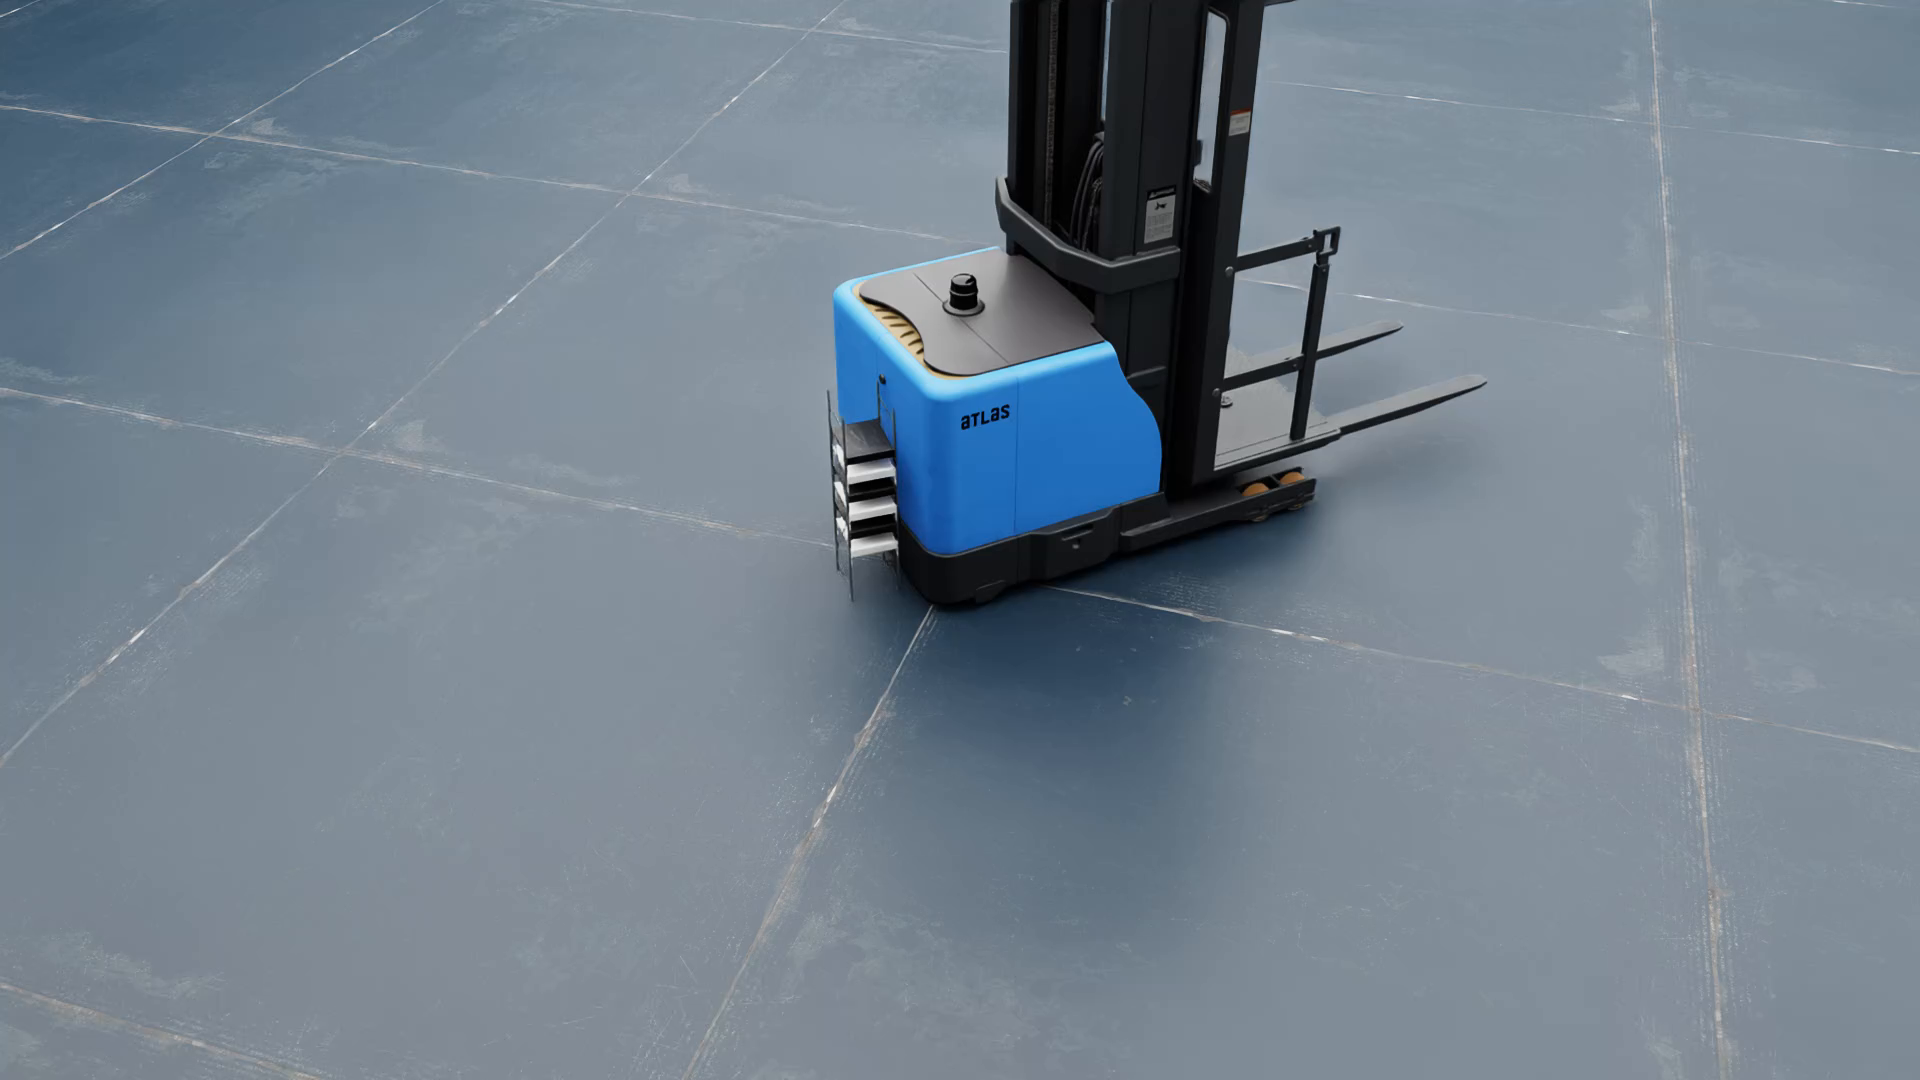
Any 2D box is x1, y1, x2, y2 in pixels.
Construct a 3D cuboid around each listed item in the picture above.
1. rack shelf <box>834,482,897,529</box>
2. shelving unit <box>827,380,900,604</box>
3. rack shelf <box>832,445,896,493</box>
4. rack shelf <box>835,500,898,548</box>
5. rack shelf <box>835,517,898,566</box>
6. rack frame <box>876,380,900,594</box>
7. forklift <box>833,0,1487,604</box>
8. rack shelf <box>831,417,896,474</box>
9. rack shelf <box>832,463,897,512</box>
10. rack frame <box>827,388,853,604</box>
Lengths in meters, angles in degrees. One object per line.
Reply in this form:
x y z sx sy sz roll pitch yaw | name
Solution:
-0.387 -0.159 6.763 0.200 0.077 0.258 -11 38 -15 | rack shelf
-0.387 -0.186 6.743 0.210 0.900 0.258 -11 38 -15 | shelving unit
-0.387 -0.304 6.656 0.200 0.077 0.258 -11 38 -15 | rack shelf
-0.387 -0.086 6.816 0.200 0.077 0.258 -11 38 -15 | rack shelf
-0.387 -0.014 6.869 0.200 0.077 0.258 -11 38 -15 | rack shelf
-0.291 -0.205 6.769 0.006 0.900 0.240 -11 38 -15 | rack frame
1.009 -1.525 6.849 3.031 2.935 1.130 -17 40 -21 | forklift
-0.387 -0.376 6.603 0.200 0.077 0.258 -11 38 -15 | rack shelf
-0.387 -0.231 6.709 0.200 0.077 0.258 -11 38 -15 | rack shelf
-0.484 -0.166 6.717 0.006 0.900 0.240 -11 38 -15 | rack frame
